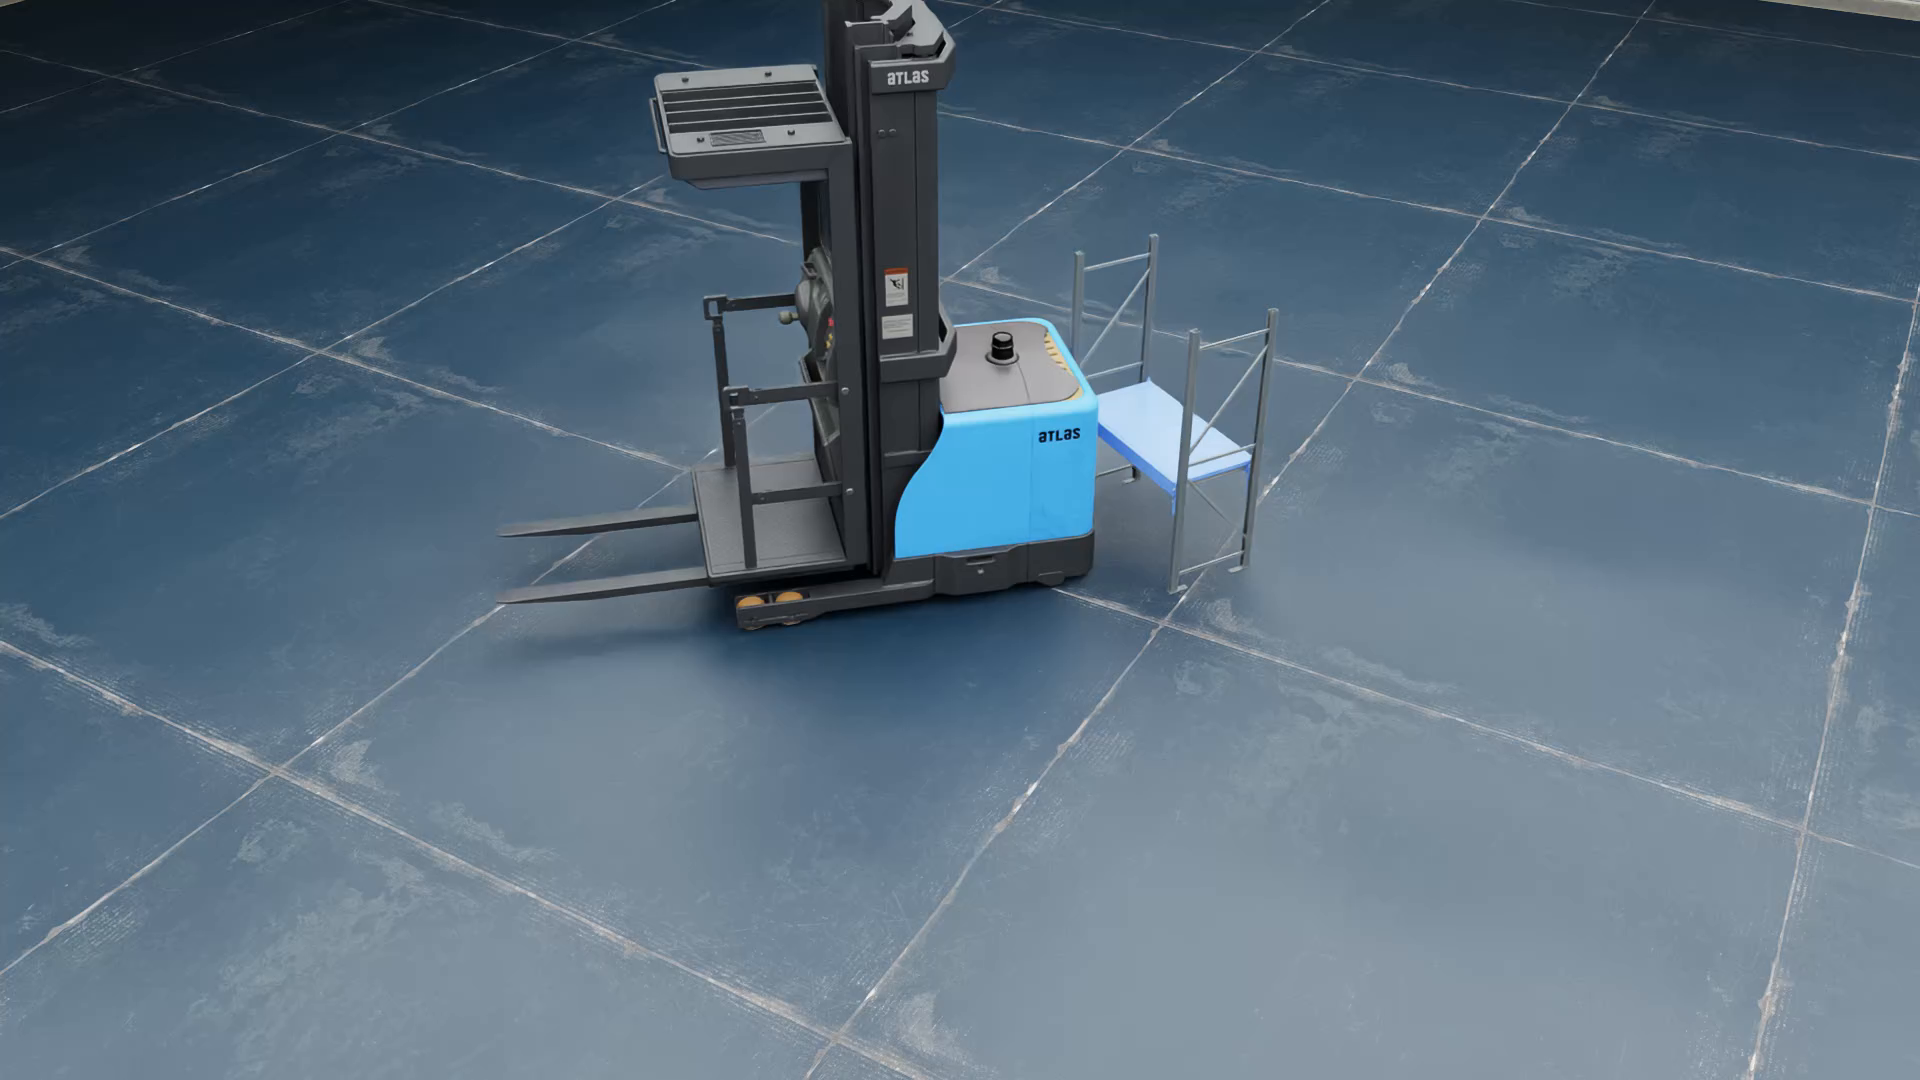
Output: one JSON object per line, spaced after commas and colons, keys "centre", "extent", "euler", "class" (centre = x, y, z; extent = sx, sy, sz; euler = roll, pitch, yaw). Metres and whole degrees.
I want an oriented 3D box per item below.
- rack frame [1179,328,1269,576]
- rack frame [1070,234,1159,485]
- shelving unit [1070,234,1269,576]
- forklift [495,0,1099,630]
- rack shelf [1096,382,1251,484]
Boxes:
{"centre": [1.300, -0.416, 8.292], "extent": [0.475, 1.308, 0.013], "euler": [-17, 37, -24], "class": "rack frame"}
{"centre": [0.814, -0.911, 9.036], "extent": [0.500, 1.500, 0.032], "euler": [-17, 37, -24], "class": "rack frame"}
{"centre": [1.056, -0.666, 8.668], "extent": [0.500, 1.500, 1.039], "euler": [-17, 37, -24], "class": "shelving unit"}
{"centre": [-0.876, -1.091, 8.015], "extent": [3.031, 2.935, 1.130], "euler": [-7, 34, -10], "class": "forklift"}
{"centre": [1.058, -0.570, 8.727], "extent": [0.459, 0.026, 0.952], "euler": [-17, 37, -24], "class": "rack shelf"}
